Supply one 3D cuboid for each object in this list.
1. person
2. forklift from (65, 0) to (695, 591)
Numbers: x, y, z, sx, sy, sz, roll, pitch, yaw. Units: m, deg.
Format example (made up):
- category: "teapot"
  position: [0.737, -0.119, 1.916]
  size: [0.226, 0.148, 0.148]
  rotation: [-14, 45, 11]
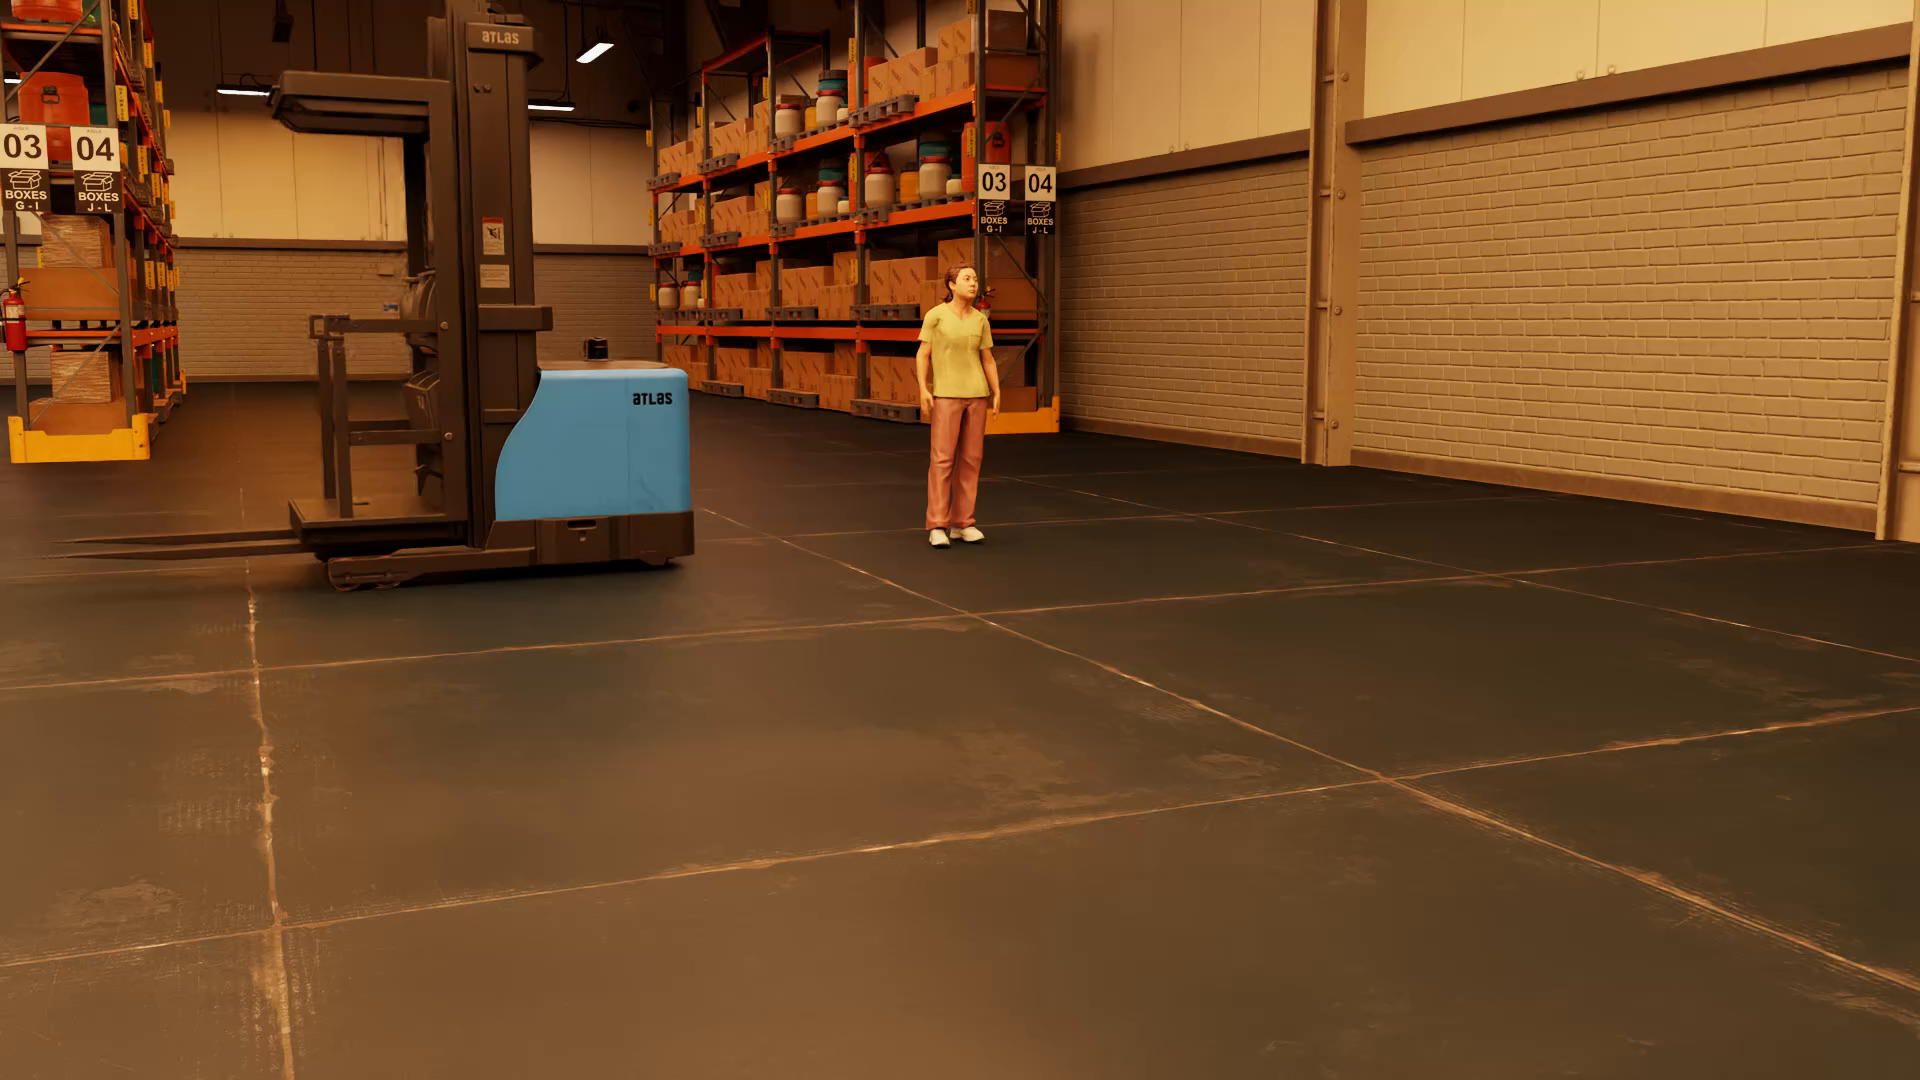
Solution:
- category: "person"
  position: [0.019, -0.829, 9.971]
  size: [0.553, 1.673, 0.548]
  rotation: [-3, 8, -23]
- category: "forklift"
  position: [-3.002, -1.278, 8.635]
  size: [3.031, 2.935, 1.130]
  rotation: [-3, 8, -25]
